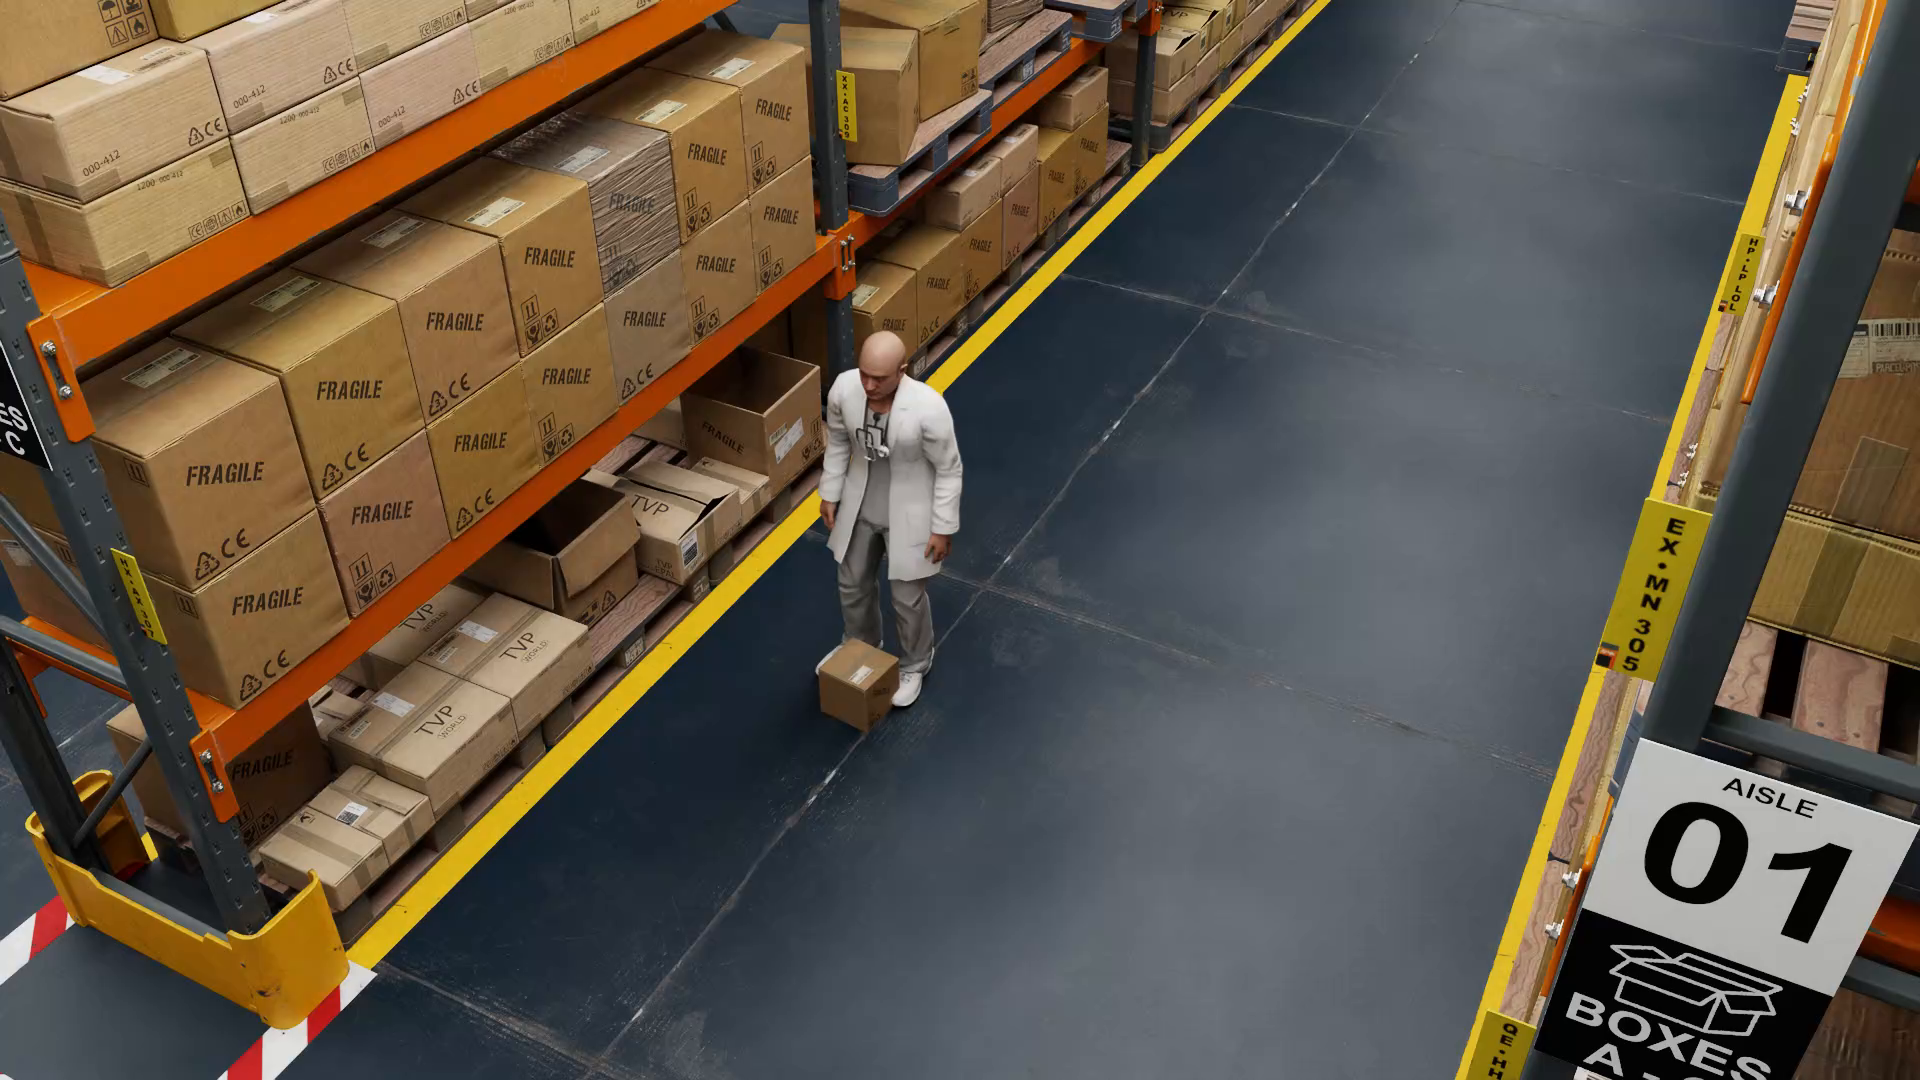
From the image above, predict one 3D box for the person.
[{"bbox_3d":[-0.299,-0.108,6.904,0.648,1.772,0.429,17,41,21],"label":"person"}]
